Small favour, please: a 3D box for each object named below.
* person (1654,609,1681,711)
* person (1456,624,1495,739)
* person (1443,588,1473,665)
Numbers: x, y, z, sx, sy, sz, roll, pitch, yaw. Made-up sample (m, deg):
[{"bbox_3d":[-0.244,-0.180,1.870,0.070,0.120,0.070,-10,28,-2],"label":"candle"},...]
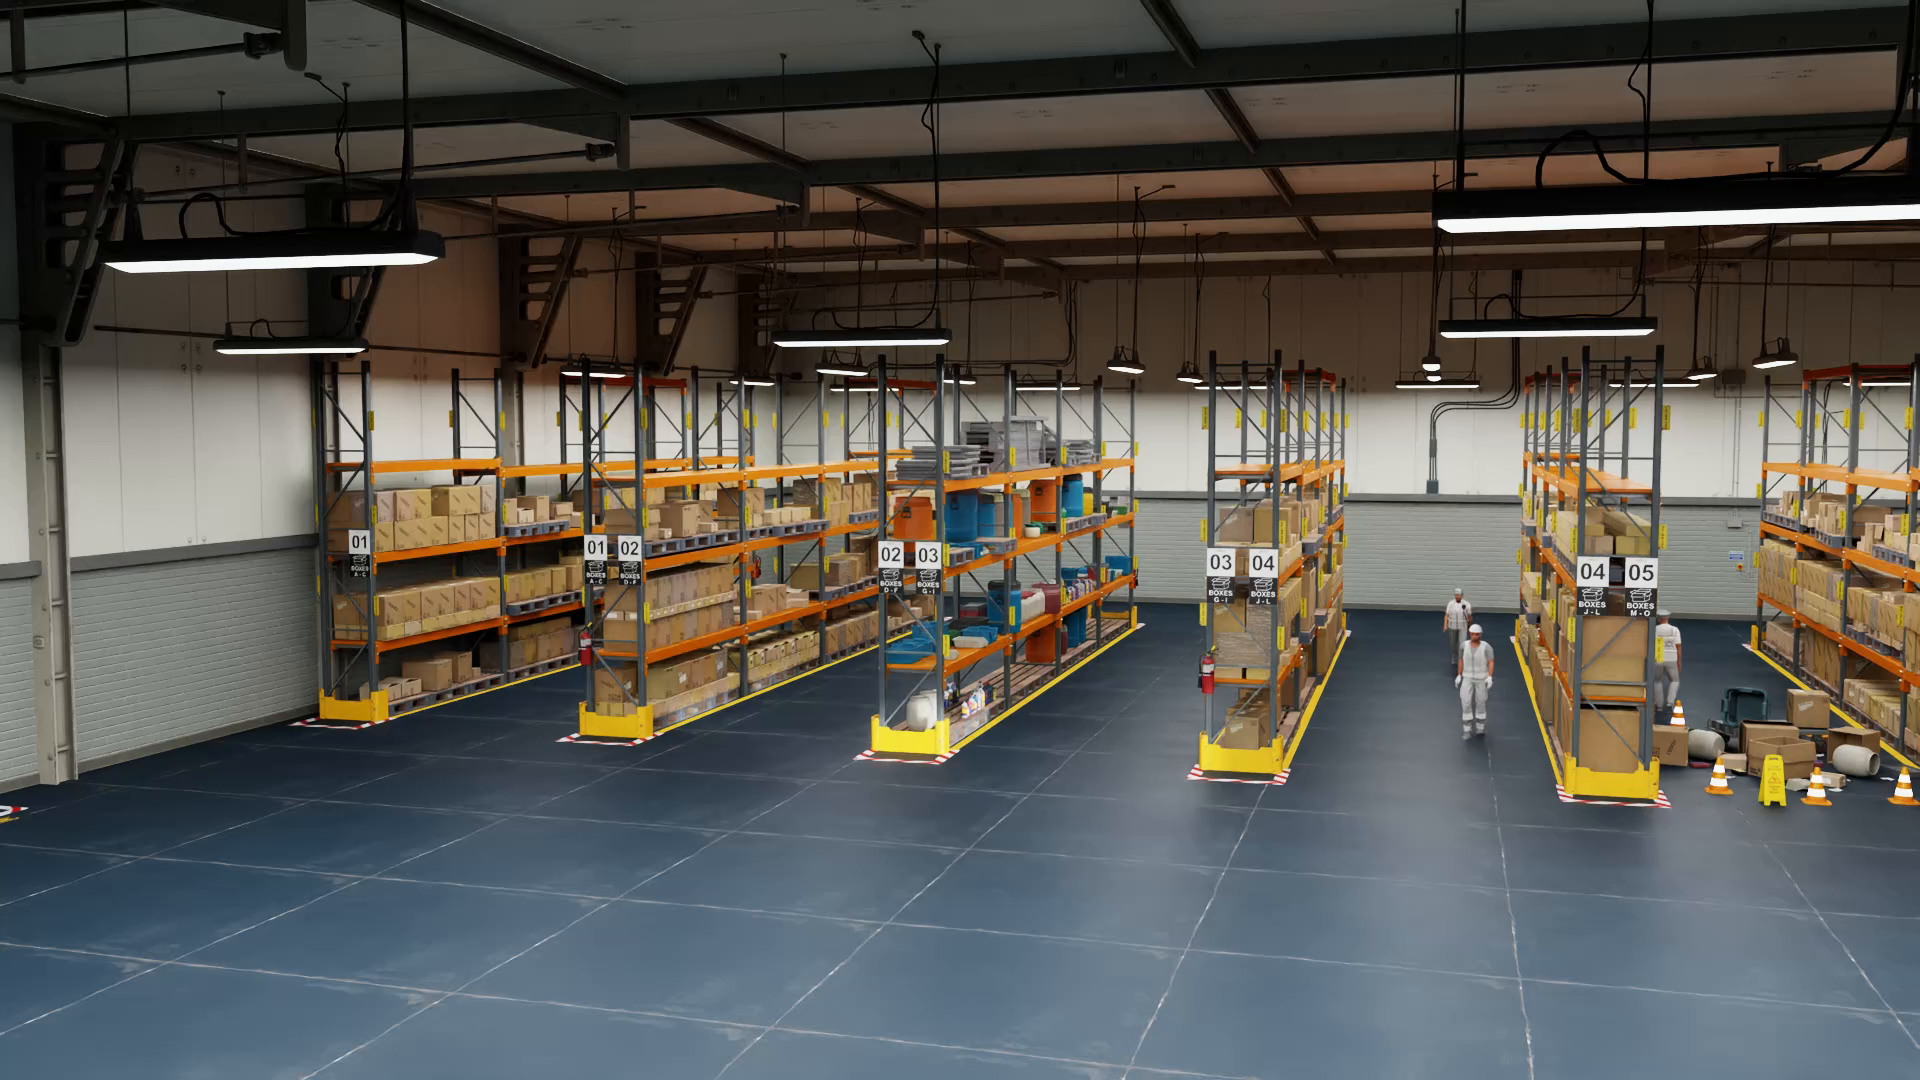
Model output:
[{"bbox_3d":[12.125,2.086,28.619,0.579,1.755,0.565,1,4,17],"label":"person"},{"bbox_3d":[8.154,2.239,26.362,0.613,1.824,0.582,2,5,29],"label":"person"},{"bbox_3d":[10.074,1.775,33.638,0.552,1.596,1.037,1,4,19],"label":"person"}]
